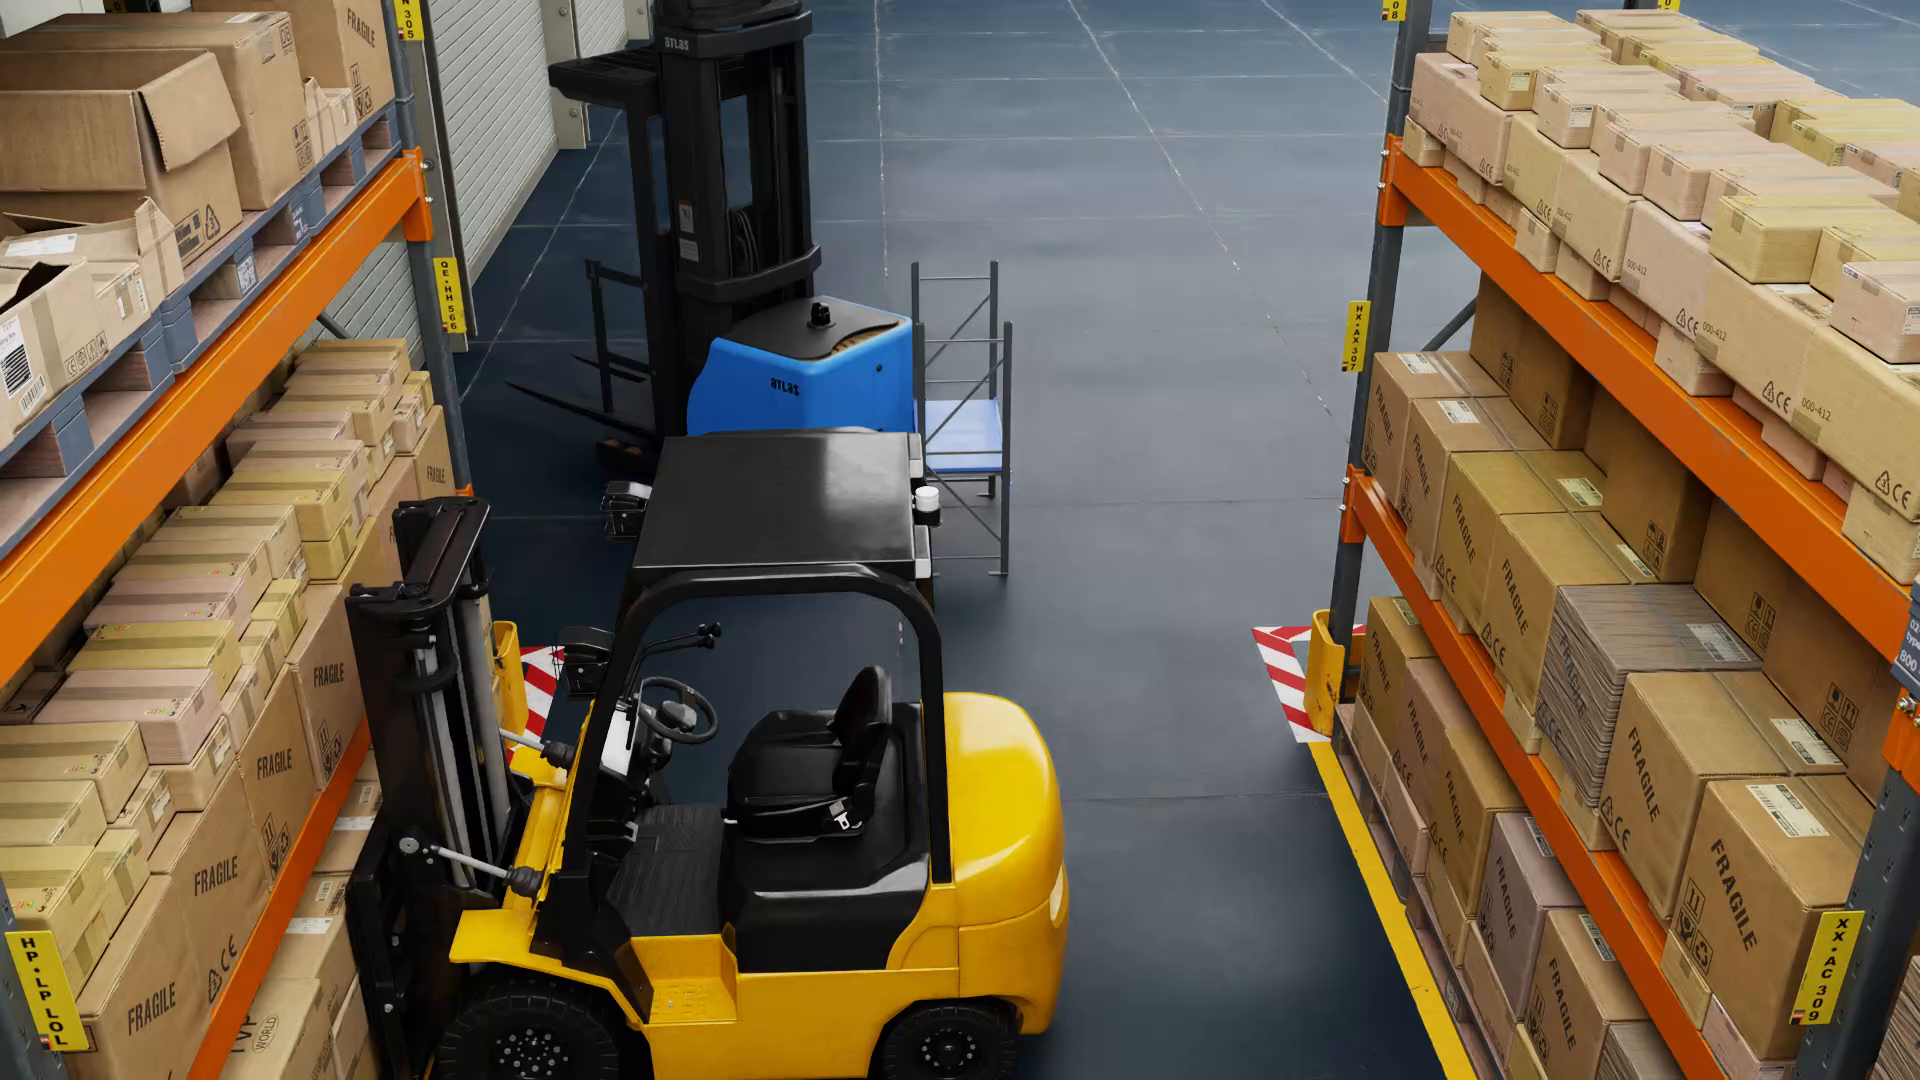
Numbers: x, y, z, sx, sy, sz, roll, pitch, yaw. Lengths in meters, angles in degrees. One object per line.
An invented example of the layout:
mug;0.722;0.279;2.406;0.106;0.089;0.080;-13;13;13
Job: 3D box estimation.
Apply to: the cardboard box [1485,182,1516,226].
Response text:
cardboard box;2.091;-1.220;5.874;0.380;0.149;0.250;-2;28;-3

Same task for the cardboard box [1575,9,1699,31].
cardboard box;2.590;-1.942;6.395;0.380;0.149;0.250;-1;28;-2

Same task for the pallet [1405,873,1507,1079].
pallet;2.349;1.691;6.280;1.003;0.211;1.213;-1;28;-3

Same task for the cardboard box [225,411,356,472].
cardboard box;-2.427;-0.350;6.047;0.380;0.149;0.250;-1;28;-2

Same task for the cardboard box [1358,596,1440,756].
cardboard box;2.045;0.572;7.118;0.500;0.500;0.500;-2;28;-4

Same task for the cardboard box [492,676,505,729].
cardboard box;-2.339;0.845;7.405;0.500;0.250;0.500;-1;28;-2

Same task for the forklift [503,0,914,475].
forklift;-1.712;-1.899;10.221;3.031;2.935;1.130;19;33;32

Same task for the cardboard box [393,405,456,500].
cardboard box;-2.391;-0.220;6.821;0.500;0.500;0.500;-2;28;-4

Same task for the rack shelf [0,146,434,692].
rack shelf;-2.575;-0.484;4.969;1.077;0.370;4.000;-1;28;-3

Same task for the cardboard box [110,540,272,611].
cardboard box;-2.368;0.124;5.137;0.380;0.149;0.250;-1;28;-2

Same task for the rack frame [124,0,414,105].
rack frame;-2.679;-3.057;5.880;1.000;3.000;0.127;-1;28;-3

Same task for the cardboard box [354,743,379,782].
cardboard box;-2.275;0.866;6.284;0.500;0.250;0.500;-1;28;-2

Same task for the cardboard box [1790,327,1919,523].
cardboard box;2.194;-0.265;3.611;0.500;0.250;0.500;-2;28;-3

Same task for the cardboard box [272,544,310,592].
cardboard box;-2.367;0.134;5.440;0.380;0.149;0.250;-2;28;-3

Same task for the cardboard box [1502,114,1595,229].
cardboard box;2.106;-1.204;5.412;0.500;0.250;0.500;-1;28;-1

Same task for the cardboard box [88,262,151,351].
cardboard box;-2.231;-0.568;4.062;0.380;0.149;0.250;-1;28;-1

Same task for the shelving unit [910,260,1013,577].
shelving unit;-0.004;-0.704;9.479;0.538;1.500;1.048;-1;28;-3

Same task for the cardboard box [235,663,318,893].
cardboard box;-2.304;0.721;5.016;0.500;0.500;0.500;-2;28;-3

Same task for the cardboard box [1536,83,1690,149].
cardboard box;2.052;-1.336;5.234;0.380;0.149;0.250;-1;28;-1

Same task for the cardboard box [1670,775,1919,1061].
cardboard box;2.215;0.953;4.249;0.500;0.500;0.500;-2;28;-4

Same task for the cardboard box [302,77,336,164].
cardboard box;-2.319;-1.405;5.540;0.396;0.266;0.258;-1;28;-3

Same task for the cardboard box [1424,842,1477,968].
cardboard box;2.104;1.381;6.377;0.500;0.250;0.500;0;28;1

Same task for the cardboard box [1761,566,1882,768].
cardboard box;2.675;0.264;4.489;0.700;0.500;0.500;-1;28;-2

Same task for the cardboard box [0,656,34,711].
cardboard box;-2.857;0.373;4.660;0.380;0.149;0.250;-2;28;-3

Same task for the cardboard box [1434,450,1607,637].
cardboard box;2.083;0.005;6.067;0.500;0.500;0.500;-2;28;-4

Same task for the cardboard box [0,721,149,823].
cardboard box;-2.317;0.596;4.232;0.380;0.149;0.250;-2;28;-4

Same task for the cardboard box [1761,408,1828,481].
cardboard box;2.203;-0.265;4.042;0.380;0.149;0.250;-1;28;-2

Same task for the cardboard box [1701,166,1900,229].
cardboard box;2.182;-0.865;4.331;0.380;0.149;0.250;-2;28;-4

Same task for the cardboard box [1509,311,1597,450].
cardboard box;2.541;-0.674;6.287;0.700;0.500;0.500;-1;28;-2

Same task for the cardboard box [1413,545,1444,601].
cardboard box;2.016;0.114;6.560;0.380;0.149;0.250;-1;28;-2

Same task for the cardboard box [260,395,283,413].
cardboard box;-2.844;-0.454;6.566;0.380;0.149;0.250;-1;28;-3

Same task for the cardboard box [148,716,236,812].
cardboard box;-2.220;0.610;4.528;0.380;0.149;0.250;-1;28;-2

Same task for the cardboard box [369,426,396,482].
cardboard box;-2.386;-0.337;6.343;0.380;0.149;0.250;-1;28;-2

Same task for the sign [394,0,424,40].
sign;-2.137;-2.091;6.400;0.100;0.325;0.005;-1;28;-3

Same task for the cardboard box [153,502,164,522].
cardboard box;-2.915;-0.098;5.563;0.380;0.149;0.250;-2;28;-4

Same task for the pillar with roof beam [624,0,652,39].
pillar with roof beam;-0.184;-11.130;21.359;9.100;9.000;0.400;-1;28;-3

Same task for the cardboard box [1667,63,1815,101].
cardboard box;2.564;-1.473;5.496;0.380;0.149;0.250;-1;28;-3

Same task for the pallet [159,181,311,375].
pallet;-2.601;-0.796;4.884;1.003;0.211;1.213;-1;28;-3

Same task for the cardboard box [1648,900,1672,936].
cardboard box;2.210;1.062;4.743;0.380;0.149;0.250;-1;28;-2

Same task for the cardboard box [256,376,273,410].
cardboard box;-2.924;-0.576;6.480;0.380;0.149;0.250;0;28;-1

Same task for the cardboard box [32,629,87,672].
cardboard box;-2.815;0.380;4.968;0.380;0.149;0.250;-2;28;-3

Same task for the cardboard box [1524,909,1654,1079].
cardboard box;2.159;1.528;5.286;0.500;0.500;0.500;-1;28;-2

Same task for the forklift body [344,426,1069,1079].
forklift body;-0.758;0.811;5.869;2.313;2.155;1.214;-1;28;-3

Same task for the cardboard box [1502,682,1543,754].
cardboard box;2.076;0.593;5.641;0.380;0.149;0.250;-1;28;-2

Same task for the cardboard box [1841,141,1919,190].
cardboard box;2.673;-0.997;4.584;0.380;0.149;0.250;-2;28;-3

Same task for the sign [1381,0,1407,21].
sign;1.736;-2.223;6.580;0.100;0.325;0.005;-1;28;-3

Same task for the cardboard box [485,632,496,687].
cardboard box;-2.342;0.632;7.274;0.500;0.250;0.500;-2;28;-3

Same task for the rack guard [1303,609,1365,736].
rack guard;2.281;0.625;8.011;1.175;0.500;0.348;-1;28;-3

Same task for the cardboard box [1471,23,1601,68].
cardboard box;2.121;-1.806;6.134;0.380;0.149;0.250;-1;28;-3

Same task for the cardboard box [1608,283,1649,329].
cardboard box;2.180;-0.744;4.962;0.380;0.149;0.250;-2;28;-3
